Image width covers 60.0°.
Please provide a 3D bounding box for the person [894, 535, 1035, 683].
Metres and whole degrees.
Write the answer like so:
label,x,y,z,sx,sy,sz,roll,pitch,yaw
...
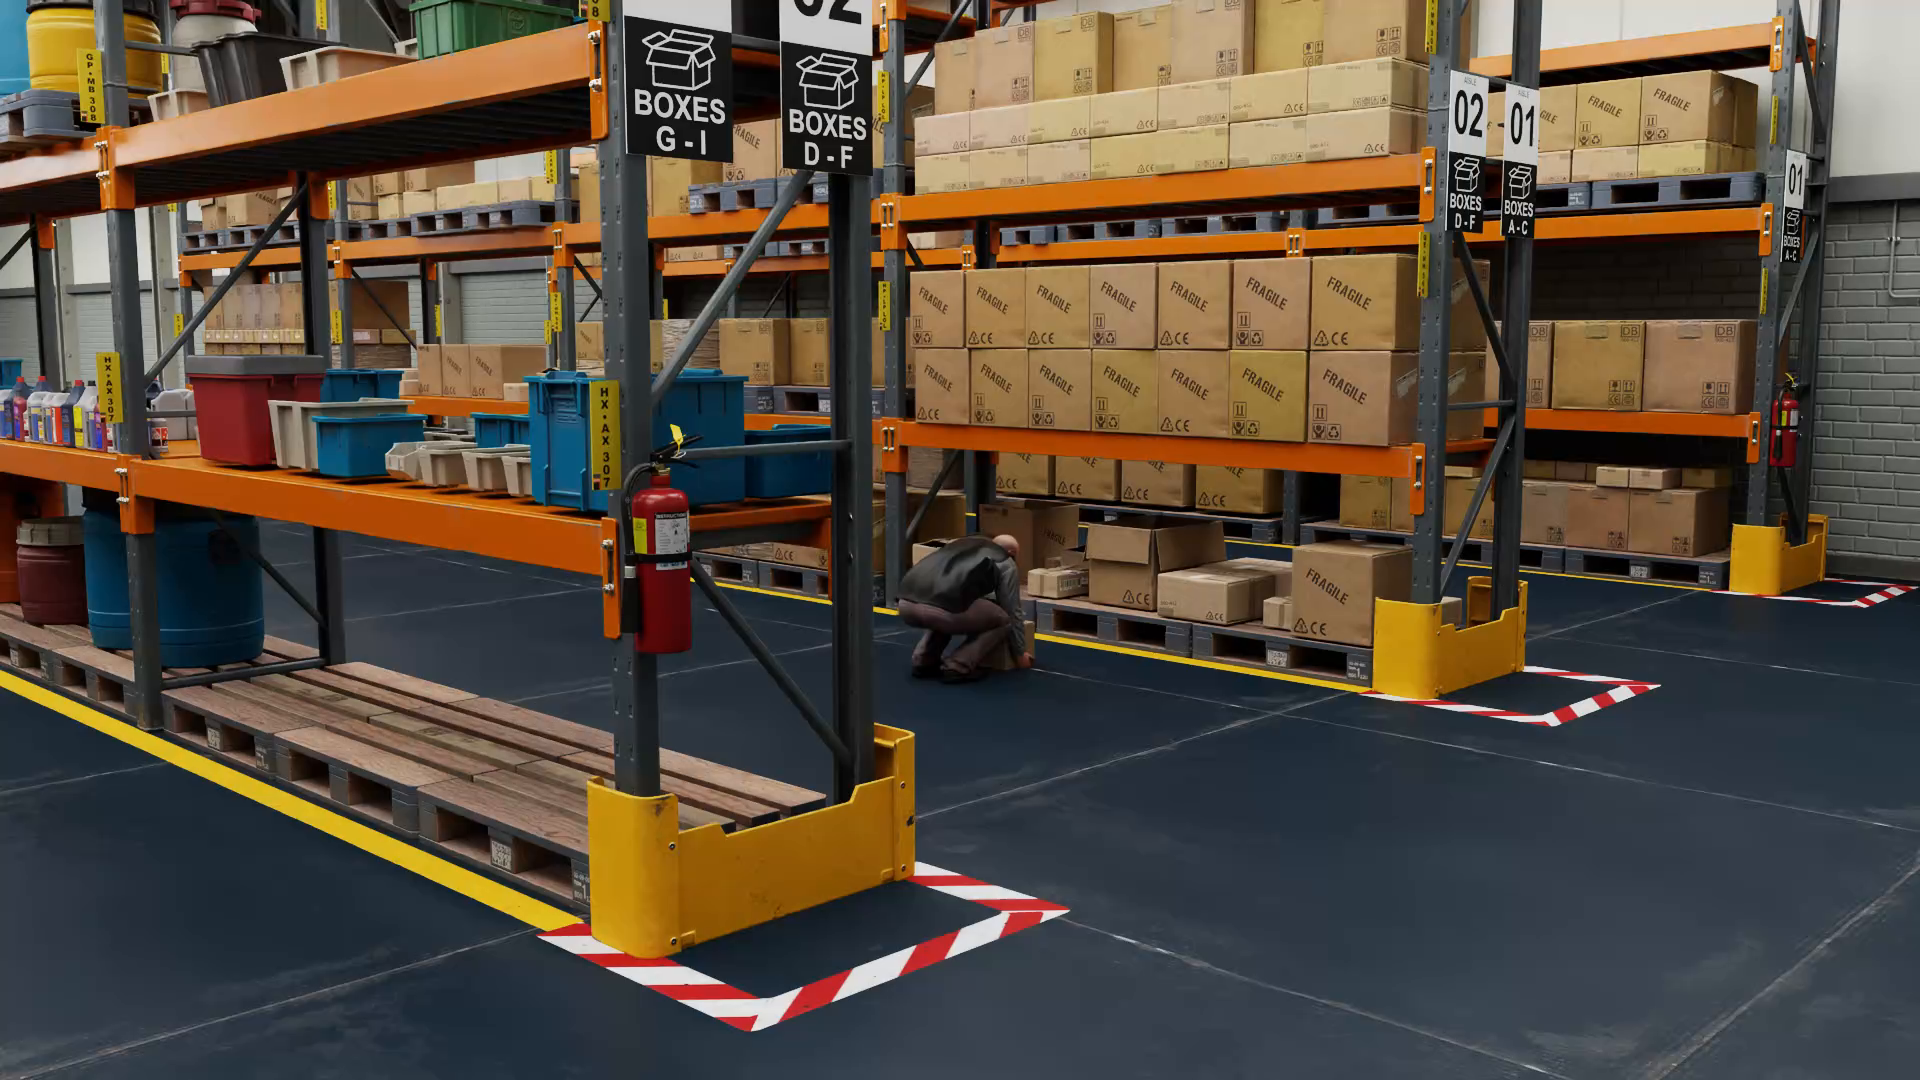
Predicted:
label,x,y,z,sx,sy,sz,roll,pitch,yaw
person,0.038,0.406,9.311,0.518,0.823,0.919,6,9,42
